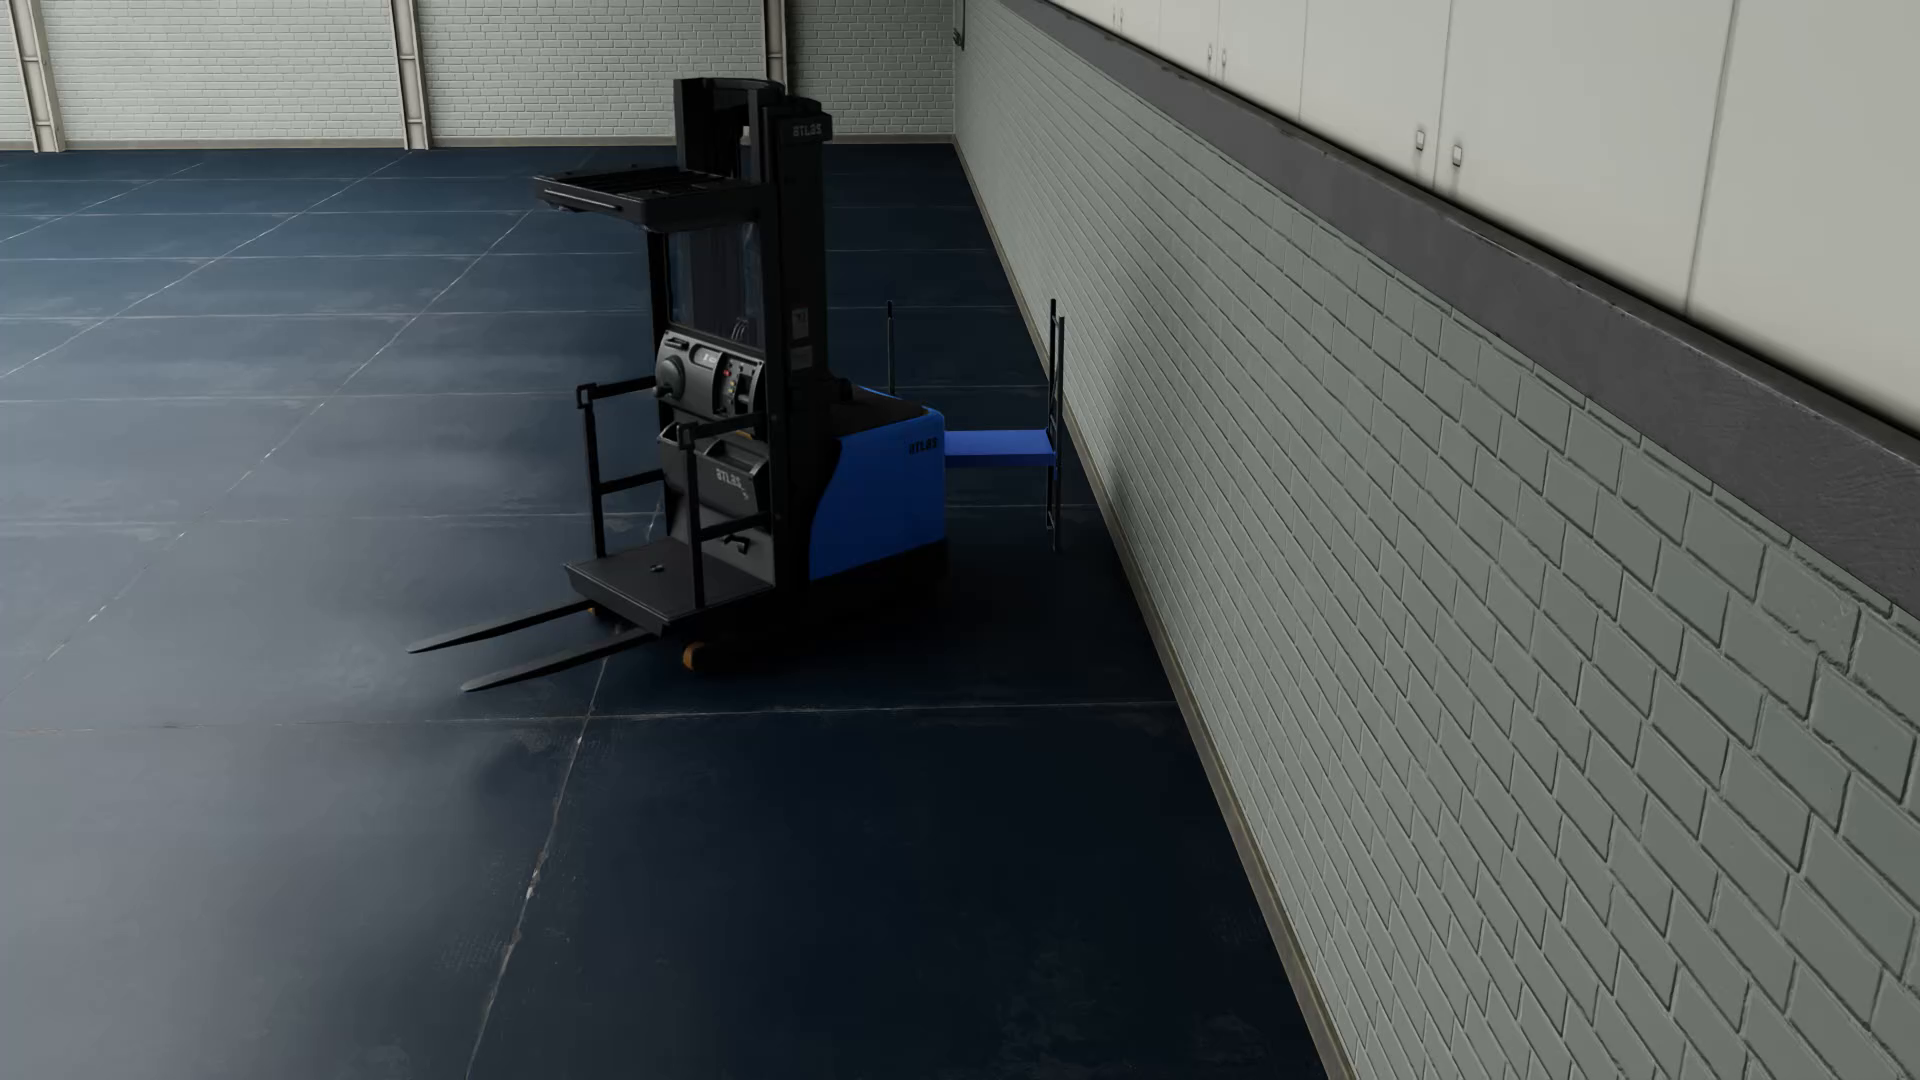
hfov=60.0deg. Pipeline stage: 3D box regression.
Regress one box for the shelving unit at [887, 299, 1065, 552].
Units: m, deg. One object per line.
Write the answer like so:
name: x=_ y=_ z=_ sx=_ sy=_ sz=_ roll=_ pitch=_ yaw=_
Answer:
shelving unit: x=0.085 y=-0.703 z=10.359 sx=1.048 sy=1.500 sz=0.538 roll=-1 pitch=21 yaw=-3

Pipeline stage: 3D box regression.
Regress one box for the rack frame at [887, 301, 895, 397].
rack frame: x=-0.422 y=-0.692 z=10.332 sx=0.032 sy=1.500 sz=0.500 roll=-1 pitch=21 yaw=-3

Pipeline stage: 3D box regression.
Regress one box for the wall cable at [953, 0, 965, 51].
wall cable: x=-0.062 y=-9.034 z=26.066 sx=0.112 sy=2.526 sz=3.097 roll=-1 pitch=21 yaw=-3

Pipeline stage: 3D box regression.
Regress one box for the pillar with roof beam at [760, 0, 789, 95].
pillar with roof beam: x=-2.832 y=-9.366 z=22.573 sx=0.400 sy=9.000 sz=9.100 roll=-1 pitch=21 yaw=-3

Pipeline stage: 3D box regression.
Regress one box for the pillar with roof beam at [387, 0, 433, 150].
pillar with roof beam: x=-8.823 y=-9.244 z=22.253 sx=0.400 sy=9.000 sz=9.100 roll=-1 pitch=21 yaw=-3

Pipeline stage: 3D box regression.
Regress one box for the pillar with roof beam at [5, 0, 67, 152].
pillar with roof beam: x=-14.813 y=-9.122 z=21.933 sx=0.400 sy=9.000 sz=9.100 roll=-1 pitch=21 yaw=-3

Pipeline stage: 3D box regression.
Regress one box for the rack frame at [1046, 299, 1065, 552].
rack frame: x=0.593 y=-0.713 z=10.386 sx=0.032 sy=1.500 sz=0.500 roll=-1 pitch=21 yaw=-3

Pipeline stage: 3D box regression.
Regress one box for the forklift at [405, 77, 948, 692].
forklift: x=-1.502 y=-0.876 z=8.802 sx=3.031 sy=2.935 sz=1.130 roll=-18 pitch=27 yaw=-39

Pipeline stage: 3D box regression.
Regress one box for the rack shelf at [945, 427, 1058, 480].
rack shelf: x=0.085 y=-0.535 z=10.423 sx=1.000 sy=0.185 sz=0.538 roll=-1 pitch=21 yaw=-3
